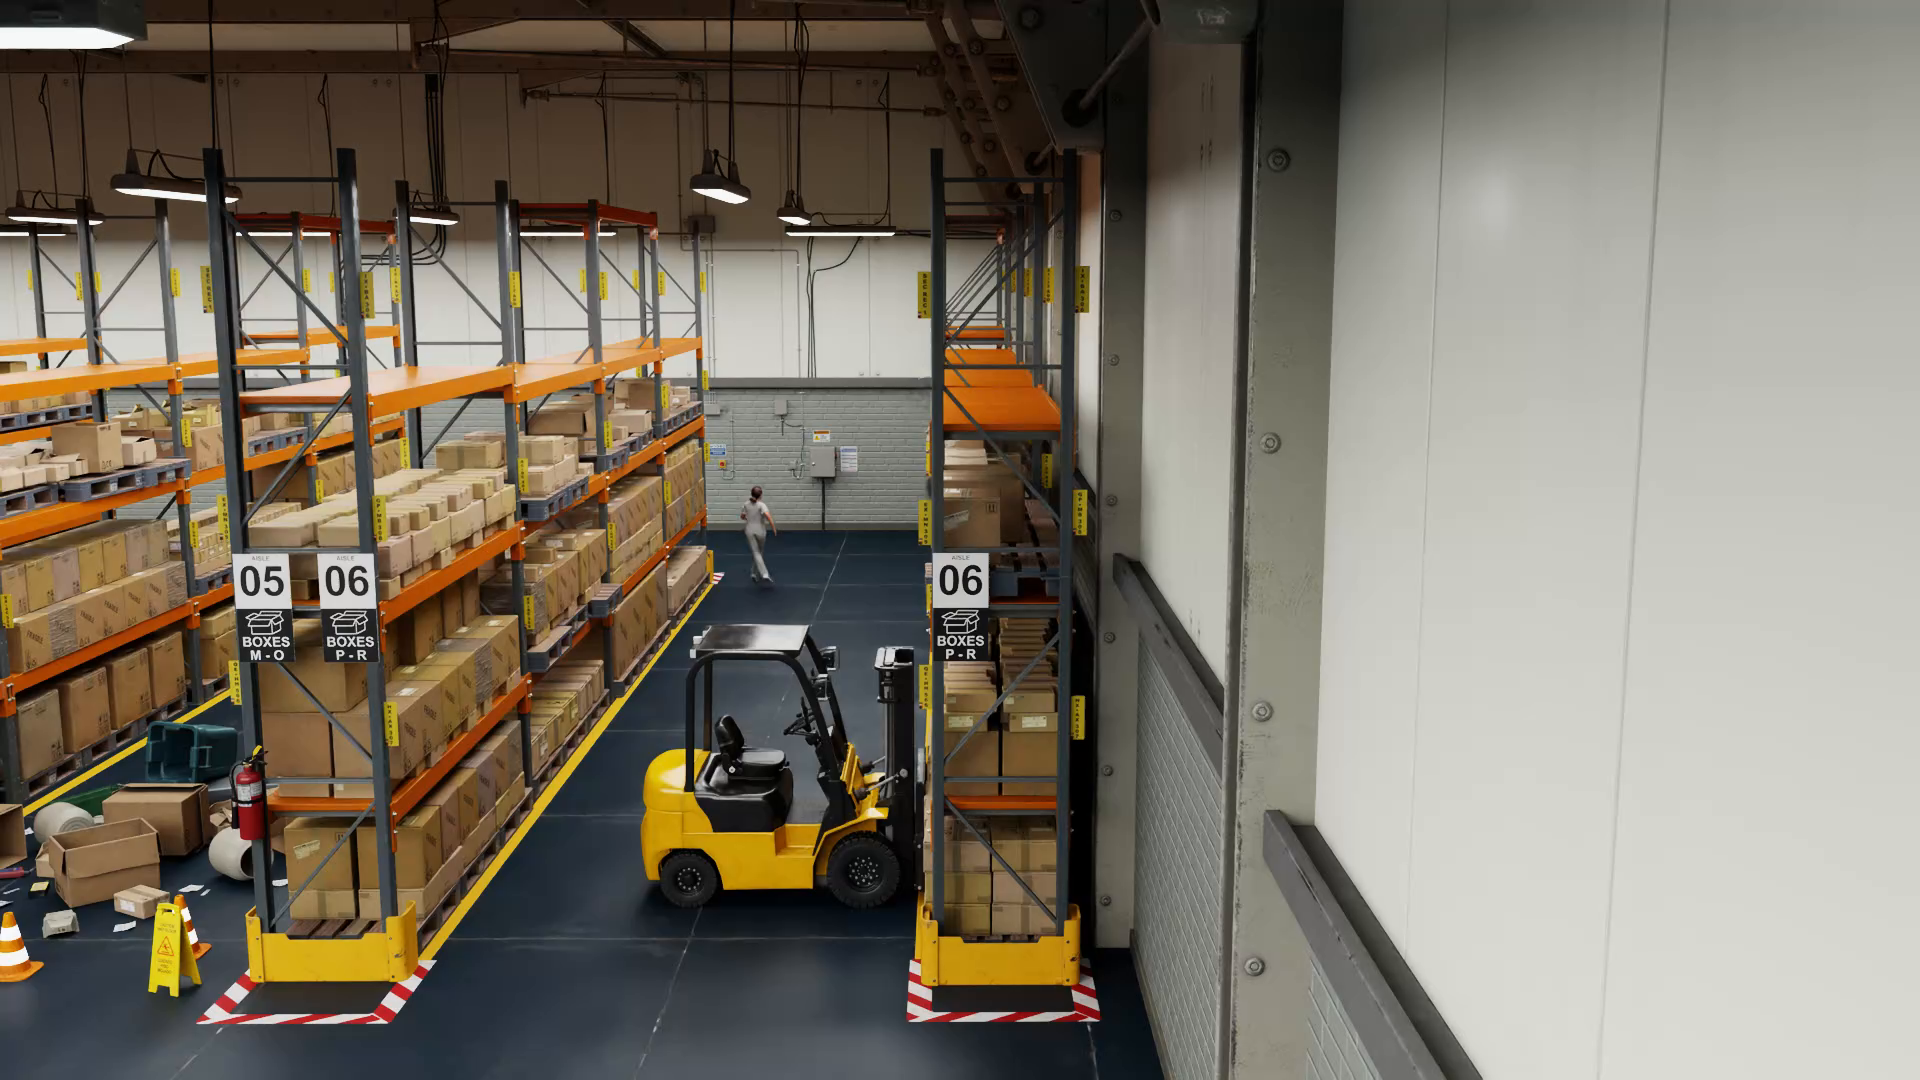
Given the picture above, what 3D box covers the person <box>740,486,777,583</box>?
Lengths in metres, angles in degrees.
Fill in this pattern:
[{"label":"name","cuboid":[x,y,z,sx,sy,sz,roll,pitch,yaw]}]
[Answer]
[{"label":"person","cuboid":[-3.346,-0.068,27.688,0.626,1.681,0.804,0,9,-2]}]
